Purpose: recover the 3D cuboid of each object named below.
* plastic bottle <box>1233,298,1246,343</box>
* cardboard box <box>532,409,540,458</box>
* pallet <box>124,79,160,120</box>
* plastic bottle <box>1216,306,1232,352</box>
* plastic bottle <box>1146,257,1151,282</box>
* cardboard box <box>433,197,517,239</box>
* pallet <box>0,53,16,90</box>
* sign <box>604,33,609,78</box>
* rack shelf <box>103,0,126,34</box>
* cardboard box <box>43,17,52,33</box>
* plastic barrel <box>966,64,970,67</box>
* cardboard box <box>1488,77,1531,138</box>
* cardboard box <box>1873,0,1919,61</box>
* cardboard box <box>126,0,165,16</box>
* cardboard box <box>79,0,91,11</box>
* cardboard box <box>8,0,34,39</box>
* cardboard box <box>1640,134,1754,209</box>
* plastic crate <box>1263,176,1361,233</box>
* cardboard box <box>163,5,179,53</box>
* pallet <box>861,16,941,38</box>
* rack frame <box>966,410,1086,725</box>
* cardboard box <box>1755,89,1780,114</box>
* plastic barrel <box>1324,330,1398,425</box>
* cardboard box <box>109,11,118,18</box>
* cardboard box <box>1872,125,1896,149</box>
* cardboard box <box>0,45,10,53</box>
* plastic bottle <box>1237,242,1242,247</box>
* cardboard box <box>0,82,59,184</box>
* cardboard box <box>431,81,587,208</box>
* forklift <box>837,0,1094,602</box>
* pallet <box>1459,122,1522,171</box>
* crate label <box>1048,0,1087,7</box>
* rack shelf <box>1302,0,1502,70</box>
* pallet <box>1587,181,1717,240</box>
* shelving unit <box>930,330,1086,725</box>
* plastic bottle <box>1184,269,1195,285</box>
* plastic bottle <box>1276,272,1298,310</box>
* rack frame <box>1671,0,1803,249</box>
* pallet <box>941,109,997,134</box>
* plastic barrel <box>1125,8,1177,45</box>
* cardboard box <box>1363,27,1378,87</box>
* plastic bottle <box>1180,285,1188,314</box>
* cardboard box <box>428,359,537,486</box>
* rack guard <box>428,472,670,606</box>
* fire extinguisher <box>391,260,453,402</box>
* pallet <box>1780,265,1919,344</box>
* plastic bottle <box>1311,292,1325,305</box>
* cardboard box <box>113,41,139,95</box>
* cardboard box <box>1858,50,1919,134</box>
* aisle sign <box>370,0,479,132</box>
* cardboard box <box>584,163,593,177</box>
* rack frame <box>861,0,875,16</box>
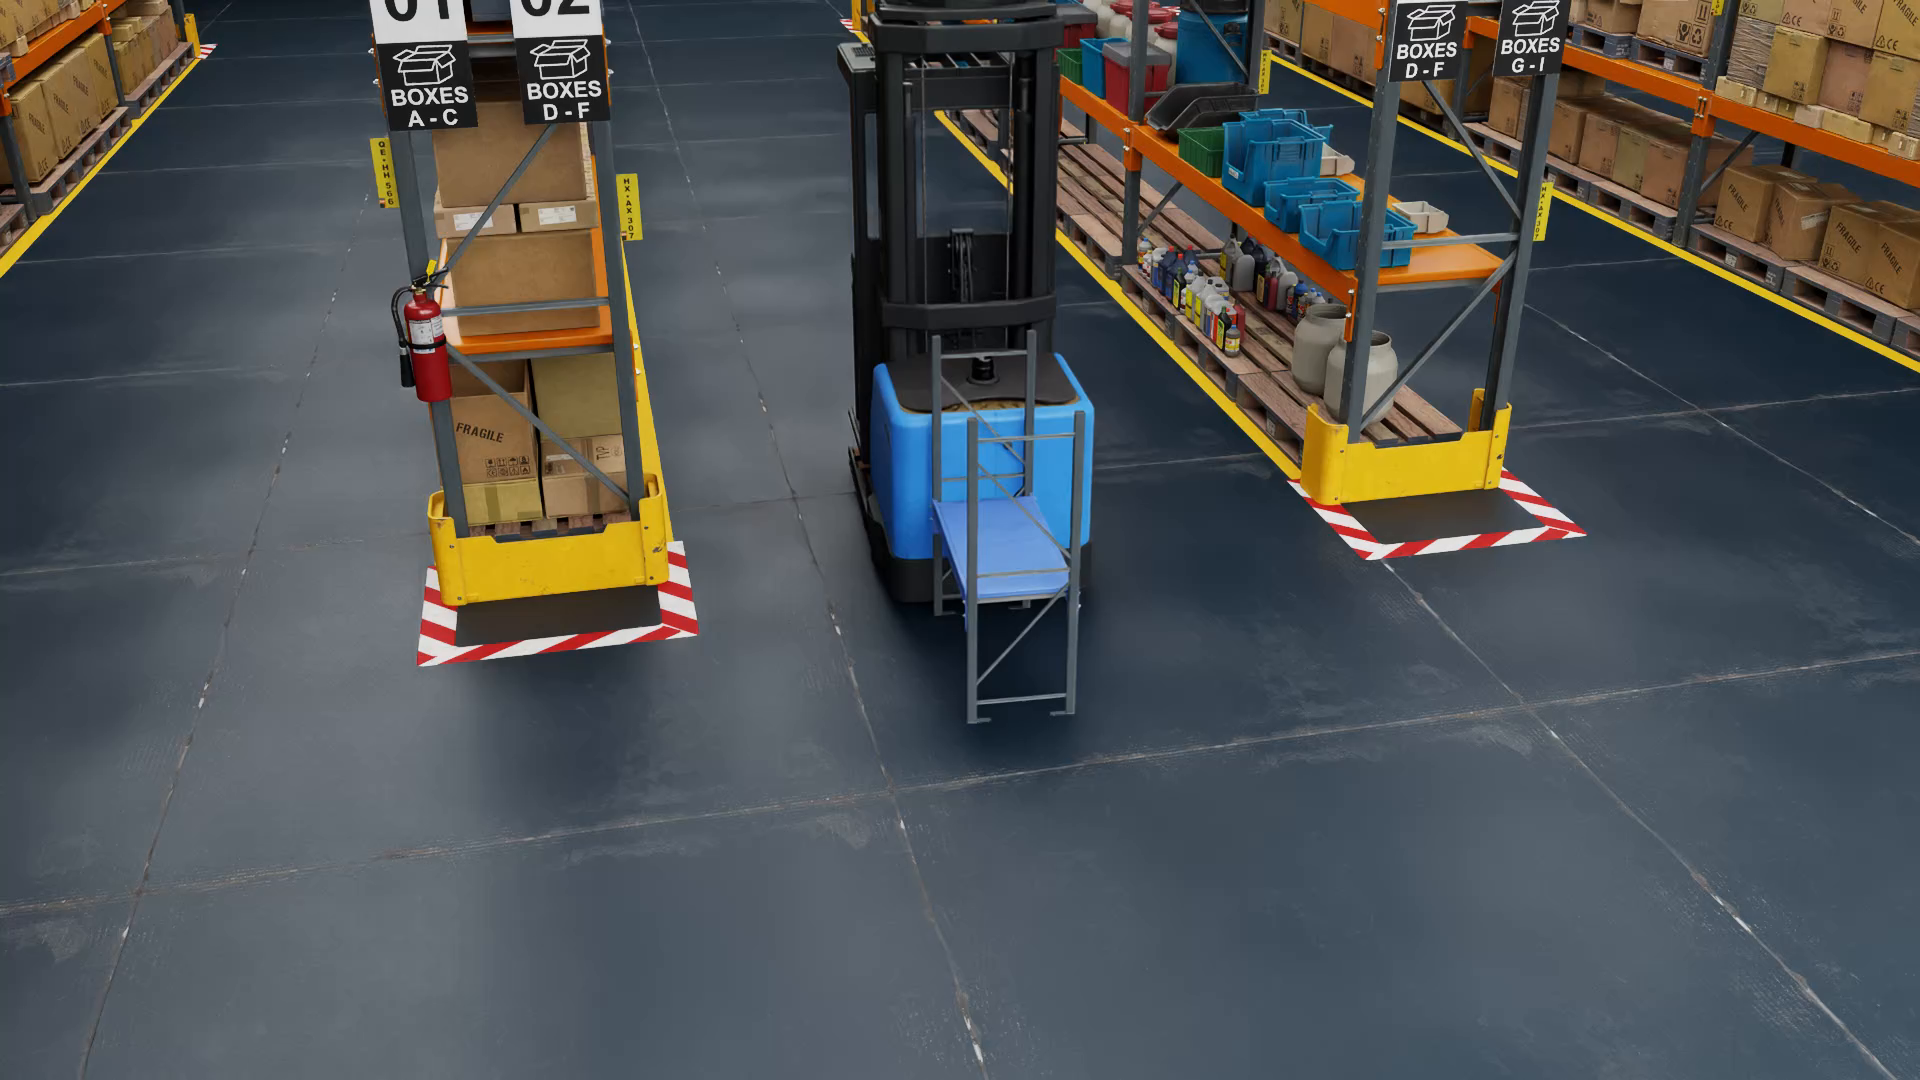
[{"bbox_3d":[1.913,-1.510,11.439,0.061,0.283,0.133,-6,27,-12],"label":"plastic bottle"},{"bbox_3d":[-2.680,-0.522,9.541,0.500,0.250,0.500,-6,27,-12],"label":"cardboard box"},{"bbox_3d":[-9.772,-4.999,18.920,1.003,0.211,1.213,-6,27,-12],"label":"pallet"},{"bbox_3d":[1.795,-1.435,11.290,0.061,0.283,0.133,-5,27,-10],"label":"plastic bottle"},{"bbox_3d":[1.469,-2.070,12.639,0.097,0.201,0.097,0,27,0],"label":"plastic bottle"},{"bbox_3d":[-2.418,-1.621,8.302,0.380,0.149,0.250,-6,27,-12],"label":"cardboard box"},{"bbox_3d":[-8.511,-3.758,13.580,1.213,0.211,1.003,-6,27,-12],"label":"pallet"},{"bbox_3d":[-2.508,-3.374,11.556,0.100,0.325,0.005,-6,27,-12],"label":"sign"},{"bbox_3d":[-10.127,-6.459,19.516,1.077,0.370,4.000,-6,27,-12],"label":"rack shelf"},{"bbox_3d":[-9.032,-4.999,16.082,0.380,0.149,0.250,-5,27,-10],"label":"cardboard box"},{"bbox_3d":[0.282,-5.177,18.472,0.421,0.512,0.421,0,27,0],"label":"plastic barrel"},{"bbox_3d":[5.873,-4.443,17.010,0.700,0.500,0.500,-7,28,-14],"label":"cardboard box"},{"bbox_3d":[6.808,-3.642,11.586,0.500,0.500,0.500,-6,27,-12],"label":"cardboard box"},{"bbox_3d":[-10.058,-6.572,20.530,0.380,0.149,0.250,-5,27,-10],"label":"cardboard box"},{"bbox_3d":[-9.244,-5.571,17.215,0.380,0.149,0.250,-5,27,-11],"label":"cardboard box"},{"bbox_3d":[-8.744,-4.802,14.973,0.500,0.500,0.500,-5,27,-10],"label":"cardboard box"},{"bbox_3d":[6.487,-3.251,14.648,0.700,0.500,0.500,-8,28,-16],"label":"cardboard box"},{"bbox_3d":[2.135,-2.049,10.145,0.499,0.251,0.408,-6,27,-12],"label":"plastic crate"},{"bbox_3d":[-10.323,-6.432,20.973,0.700,0.500,0.500,-6,27,-12],"label":"cardboard box"},{"bbox_3d":[-0.778,-7.053,22.990,1.003,0.211,1.213,-6,27,-12],"label":"pallet"},{"bbox_3d":[0.279,0.147,7.294,0.500,1.500,0.032,-4,27,-8],"label":"rack frame"},{"bbox_3d":[6.487,-3.444,13.023,0.380,0.149,0.250,-6,27,-12],"label":"cardboard box"},{"bbox_3d":[2.457,-0.998,10.193,0.421,0.512,0.421,0,27,0],"label":"plastic barrel"},{"bbox_3d":[-10.258,-6.200,19.793,0.380,0.149,0.250,-6,27,-11],"label":"cardboard box"},{"bbox_3d":[6.811,-2.900,11.945,0.380,0.149,0.250,-6,27,-12],"label":"cardboard box"},{"bbox_3d":[-8.672,-4.322,14.741,0.380,0.149,0.250,-6,27,-11],"label":"cardboard box"},{"bbox_3d":[2.164,-2.216,12.928,0.097,0.201,0.097,0,27,0],"label":"plastic bottle"},{"bbox_3d":[-8.813,-3.710,15.191,0.750,0.750,0.750,-6,27,-12],"label":"cardboard box"},{"bbox_3d":[-2.251,-1.992,8.317,0.700,0.500,0.500,-6,27,-11],"label":"cardboard box"},{"bbox_3d":[-0.066,-1.630,9.227,1.130,2.935,3.031,-4,27,-8],"label":"forklift"},{"bbox_3d":[5.877,-4.067,17.073,1.003,0.211,1.213,-6,27,-12],"label":"pallet"},{"bbox_3d":[0.838,-4.704,15.202,0.502,0.435,0.616,-6,27,-12],"label":"crate label"},{"bbox_3d":[2.229,-3.536,10.396,1.077,0.370,4.000,-6,27,-12],"label":"rack shelf"},{"bbox_3d":[6.427,-2.996,14.951,1.003,0.211,1.213,-6,27,-12],"label":"pallet"},{"bbox_3d":[0.196,-0.079,7.742,0.538,1.500,1.048,-4,27,-8],"label":"shelving unit"},{"bbox_3d":[1.668,-1.834,12.095,0.097,0.271,0.097,0,27,0],"label":"plastic bottle"},{"bbox_3d":[2.353,-1.825,12.072,0.152,0.276,0.135,-5,27,-11],"label":"plastic bottle"},{"bbox_3d":[6.604,-3.899,13.646,1.000,3.000,0.127,-6,27,-12],"label":"rack frame"},{"bbox_3d":[0.388,-4.784,18.493,1.003,0.211,1.213,-6,27,-12],"label":"pallet"},{"bbox_3d":[1.611,-4.221,14.133,0.433,0.535,0.433,0,27,0],"label":"plastic barrel"},{"bbox_3d":[5.374,-5.591,18.890,1.225,0.875,0.875,-6,27,-11],"label":"cardboard box"},{"bbox_3d":[1.640,-1.737,11.980,0.097,0.201,0.097,0,27,0],"label":"plastic bottle"},{"bbox_3d":[-2.557,-0.639,8.940,0.500,0.500,0.500,-6,27,-12],"label":"cardboard box"},{"bbox_3d":[-2.141,-0.012,8.719,1.175,0.500,0.348,-6,27,-12],"label":"rack guard"},{"bbox_3d":[-2.573,-1.005,7.998,0.296,0.674,0.183,-6,27,-12],"label":"fire extinguisher"},{"bbox_3d":[7.068,-1.826,12.634,1.003,0.211,1.213,-6,27,-12],"label":"pallet"},{"bbox_3d":[2.498,-1.596,11.624,0.097,0.271,0.097,0,27,0],"label":"plastic bottle"},{"bbox_3d":[-9.745,-5.312,18.754,0.700,0.500,0.500,-6,27,-11],"label":"cardboard box"},{"bbox_3d":[7.007,-3.217,11.853,0.875,0.500,0.500,-6,27,-12],"label":"cardboard box"},{"bbox_3d":[-2.418,-2.241,7.475,0.394,0.787,0.004,-6,27,-12],"label":"aisle sign"},{"bbox_3d":[-2.142,-1.892,8.839,0.380,0.149,0.250,-6,27,-11],"label":"cardboard box"},{"bbox_3d":[-0.926,-8.664,23.087,1.000,3.000,0.127,-6,27,-12],"label":"rack frame"}]
